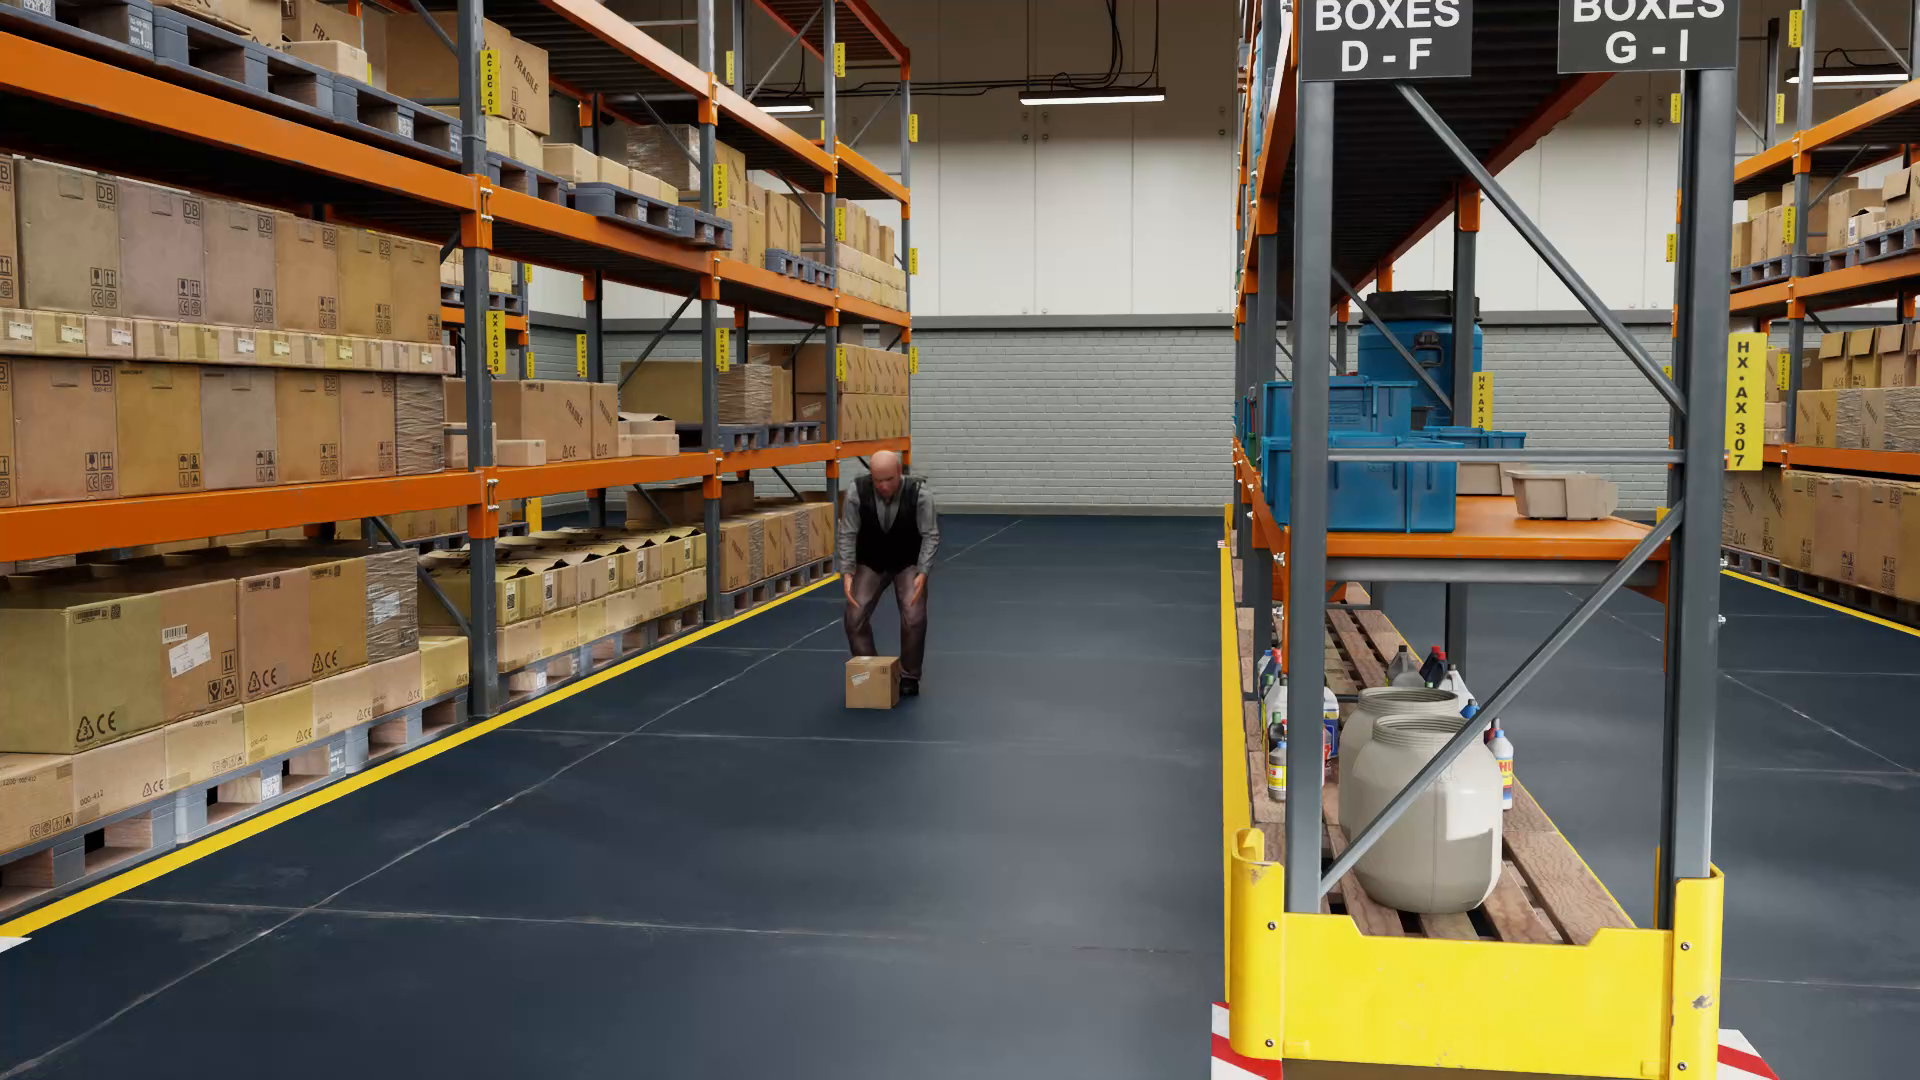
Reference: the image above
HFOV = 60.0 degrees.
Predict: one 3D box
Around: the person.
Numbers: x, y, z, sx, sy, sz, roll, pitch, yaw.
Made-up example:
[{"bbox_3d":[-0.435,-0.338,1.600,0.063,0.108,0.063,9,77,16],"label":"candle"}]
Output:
[{"bbox_3d":[-0.389,0.181,9.551,0.591,1.404,0.709,1,4,9],"label":"person"}]
